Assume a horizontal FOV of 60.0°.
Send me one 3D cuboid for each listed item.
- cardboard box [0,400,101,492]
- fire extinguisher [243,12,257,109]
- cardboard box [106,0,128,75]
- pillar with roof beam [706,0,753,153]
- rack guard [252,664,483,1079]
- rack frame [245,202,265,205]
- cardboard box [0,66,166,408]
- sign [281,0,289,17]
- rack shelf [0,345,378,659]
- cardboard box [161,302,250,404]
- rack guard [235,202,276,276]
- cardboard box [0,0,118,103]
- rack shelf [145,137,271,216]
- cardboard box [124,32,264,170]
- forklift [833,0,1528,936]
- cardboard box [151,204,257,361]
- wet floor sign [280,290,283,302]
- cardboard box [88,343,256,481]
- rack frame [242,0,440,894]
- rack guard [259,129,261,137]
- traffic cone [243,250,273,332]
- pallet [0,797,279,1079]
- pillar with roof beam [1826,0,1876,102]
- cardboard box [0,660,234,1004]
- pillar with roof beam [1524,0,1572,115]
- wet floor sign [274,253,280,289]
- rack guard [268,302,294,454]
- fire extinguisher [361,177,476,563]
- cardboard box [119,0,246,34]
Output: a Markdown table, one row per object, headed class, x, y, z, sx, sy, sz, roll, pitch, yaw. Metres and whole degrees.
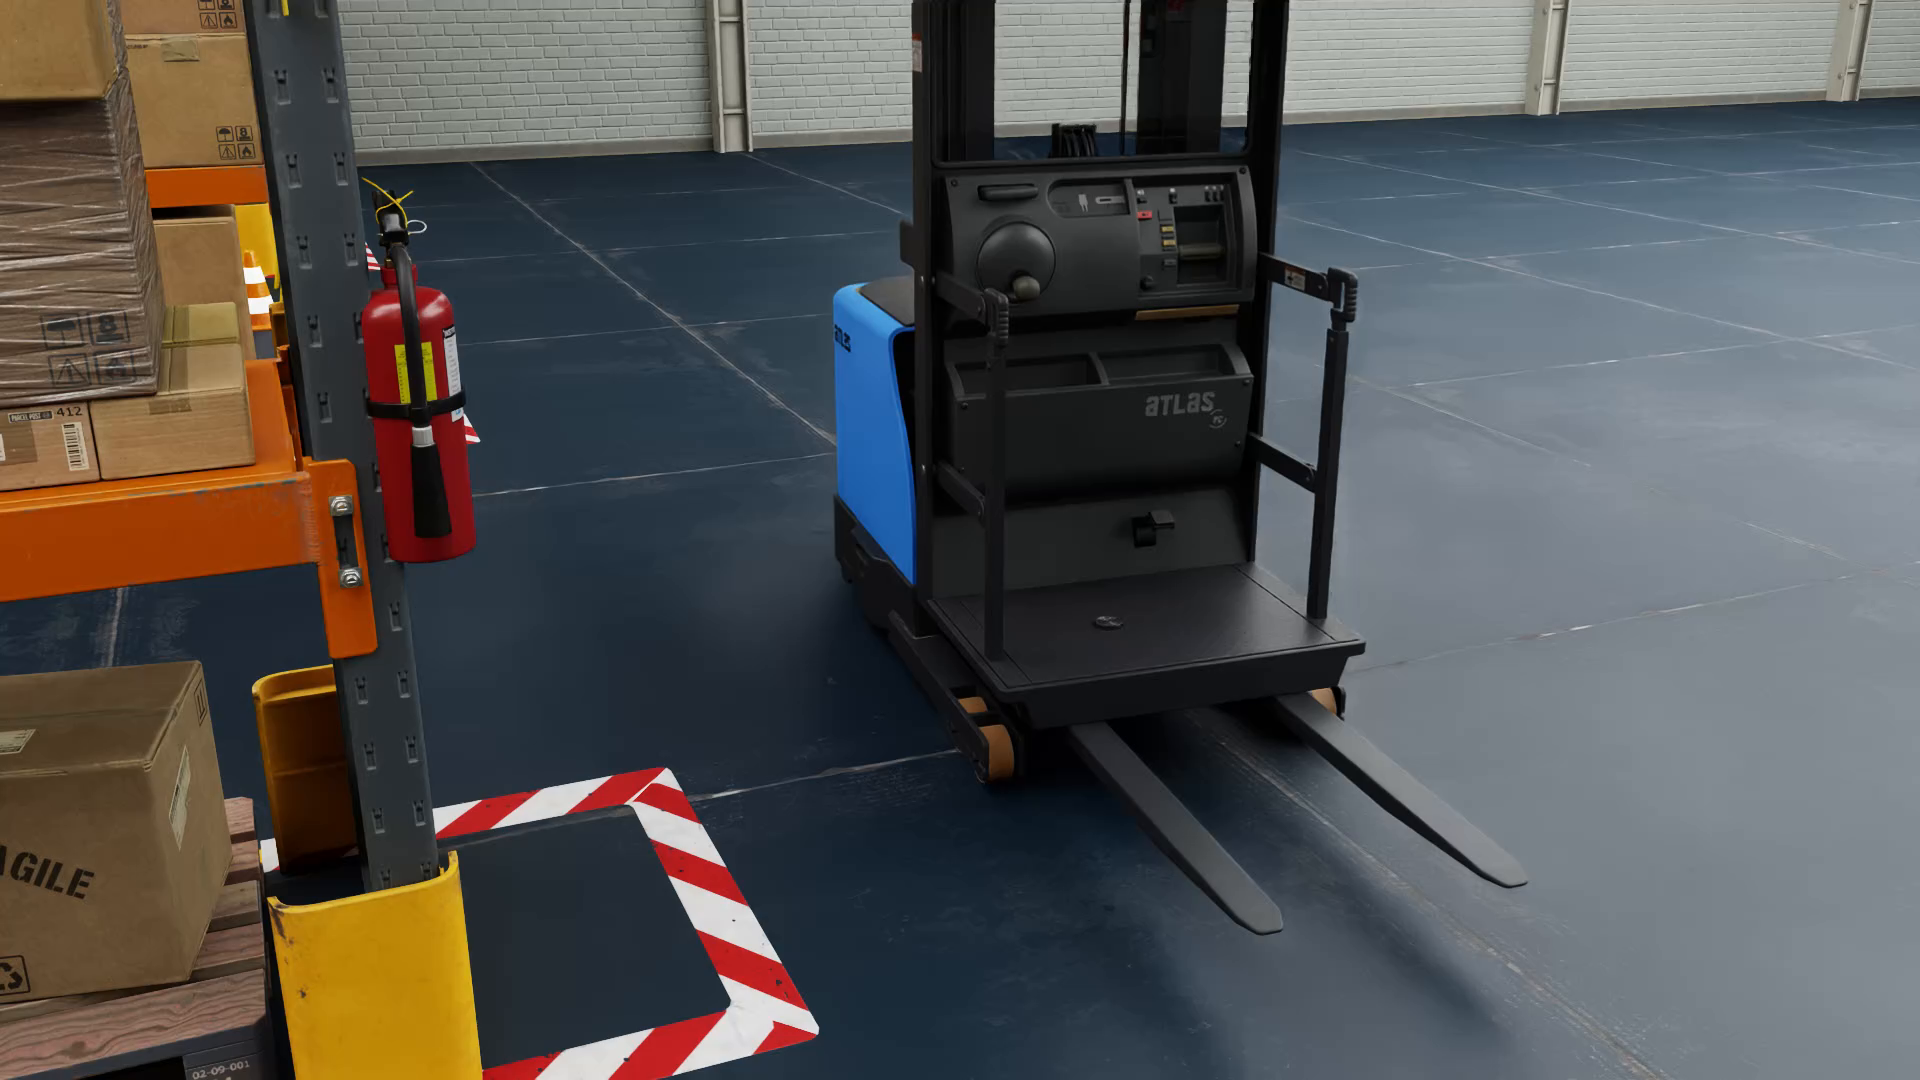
| class | x | y | z | sx | sy | sz | roll | pitch | yaw |
| --- | --- | --- | --- | --- | --- | --- | --- | --- | --- |
| cardboard box | -1.682 | -0.211 | 2.984 | 0.250 | 0.149 | 0.380 | -8 | 21 | -22 |
| fire extinguisher | -4.910 | -3.323 | 11.560 | 0.183 | 0.674 | 0.296 | -8 | 21 | -22 |
| cardboard box | -1.885 | -1.133 | 3.119 | 0.500 | 0.500 | 0.500 | -8 | 21 | -22 |
| pillar with roof beam | -0.949 | -7.488 | 14.238 | 0.400 | 9.000 | 9.100 | -8 | 21 | -22 |
| rack guard | -1.342 | 0.726 | 3.707 | 0.348 | 0.500 | 1.175 | -8 | 21 | -22 |
| rack frame | -5.197 | -3.485 | 11.903 | 0.127 | 3.000 | 1.000 | -8 | 21 | -22 |
| cardboard box | -1.788 | -0.586 | 3.072 | 0.500 | 0.500 | 0.875 | -8 | 21 | -22 |
| sign | -1.071 | -0.986 | 2.587 | 0.005 | 0.325 | 0.100 | -8 | 21 | -22 |
| rack shelf | -3.108 | 0.140 | 2.692 | 4.000 | 0.370 | 1.077 | -8 | 21 | -22 |
| cardboard box | -1.628 | -0.380 | 3.462 | 0.250 | 0.149 | 0.380 | -8 | 21 | -22 |
| rack guard | -5.267 | -2.296 | 12.290 | 0.348 | 0.500 | 1.175 | -8 | 21 | -22 |
| cardboard box | -1.679 | -0.974 | 2.668 | 0.500 | 0.500 | 0.500 | -8 | 21 | -22 |
| rack shelf | -4.980 | -1.386 | 7.026 | 4.000 | 0.370 | 1.077 | -8 | 21 | -22 |
| cardboard box | -3.467 | -1.997 | 7.451 | 0.550 | 0.550 | 0.875 | -8 | 21 | -22 |
| forklift | 0.479 | -0.856 | 4.540 | 1.130 | 2.935 | 3.031 | -6 | 20 | -17 |
| cardboard box | -3.740 | -1.075 | 7.626 | 0.875 | 0.875 | 0.875 | -8 | 21 | -22 |
| wet floor sign | -3.902 | -1.486 | 9.770 | 0.232 | 0.644 | 0.267 | -12 | 23 | -31 |
| cardboard box | -1.452 | -0.244 | 3.077 | 0.250 | 0.149 | 0.380 | -8 | 21 | -22 |
| rack frame | -1.272 | -0.463 | 3.320 | 0.127 | 3.000 | 1.000 | -8 | 21 | -22 |
| rack guard | -7.145 | -3.822 | 16.625 | 0.348 | 0.500 | 1.175 | -8 | 21 | -22 |
| traffic cone | -4.329 | -1.545 | 10.212 | 0.334 | 0.463 | 0.336 | -8 | 21 | -22 |
| pallet | -2.102 | 0.959 | 3.482 | 1.213 | 0.211 | 1.003 | -8 | 21 | -22 |
| pillar with roof beam | 15.579 | -9.855 | 20.963 | 0.400 | 9.000 | 9.100 | -8 | 21 | -22 |
| cardboard box | -1.852 | 0.595 | 3.447 | 0.500 | 0.500 | 0.500 | -4 | 20 | -12 |
| pillar with roof beam | 10.070 | -9.066 | 18.721 | 0.400 | 9.000 | 9.100 | -8 | 21 | -22 |
| wet floor sign | -4.599 | -2.073 | 11.438 | 0.232 | 0.644 | 0.267 | -1 | 19 | -3 |
| rack guard | -3.122 | -0.813 | 8.078 | 0.348 | 0.500 | 1.175 | -8 | 21 | -22 |
| fire extinguisher | -0.984 | -0.301 | 2.977 | 0.183 | 0.674 | 0.296 | -8 | 21 | -22 |
| cardboard box | -3.500 | -2.532 | 7.344 | 0.550 | 0.550 | 0.875 | -8 | 21 | -22 |
